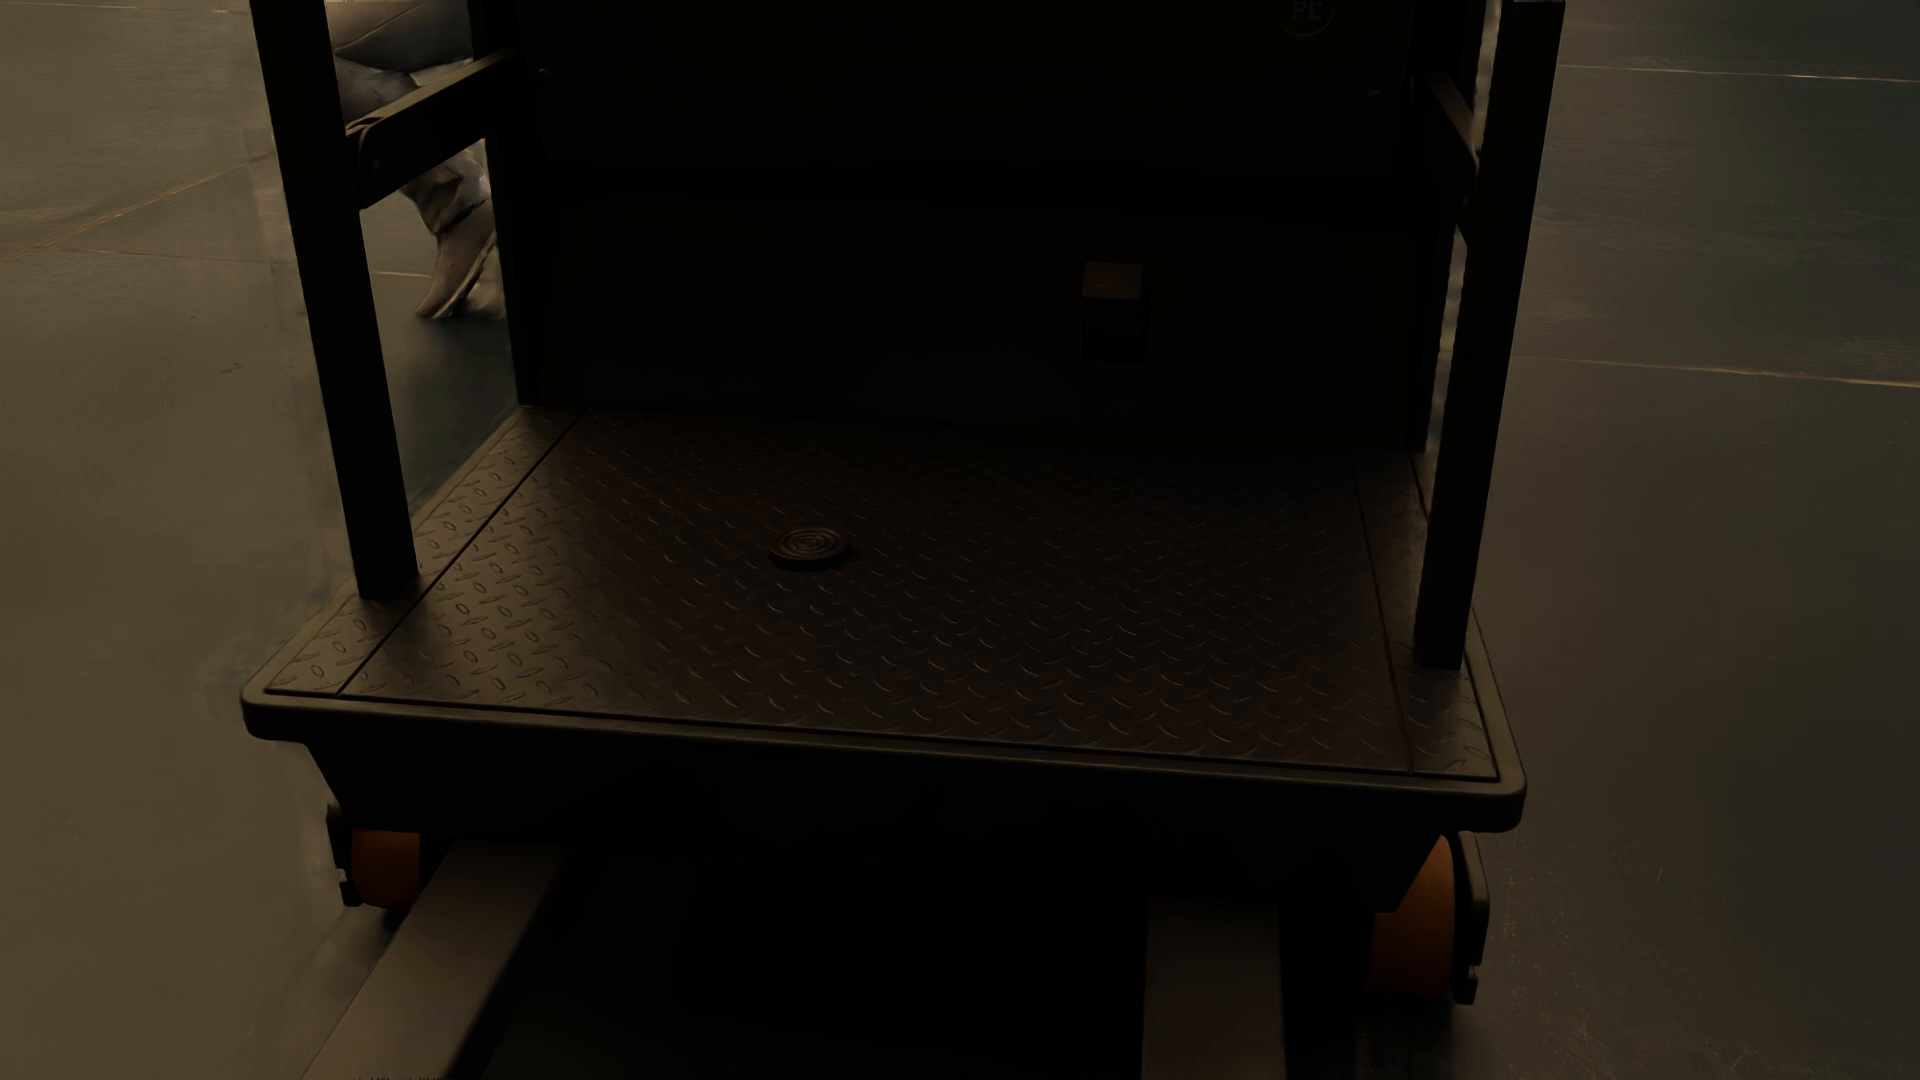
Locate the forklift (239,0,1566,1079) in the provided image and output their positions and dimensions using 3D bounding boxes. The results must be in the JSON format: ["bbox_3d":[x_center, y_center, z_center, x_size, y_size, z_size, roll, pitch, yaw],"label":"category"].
[{"bbox_3d":[-0.029,-1.031,1.289,1.130,2.935,3.031,3,27,7],"label":"forklift"}]

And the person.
[{"bbox_3d":[-0.873,-1.157,3.054,0.869,1.652,1.120,1,27,1],"label":"person"}]
